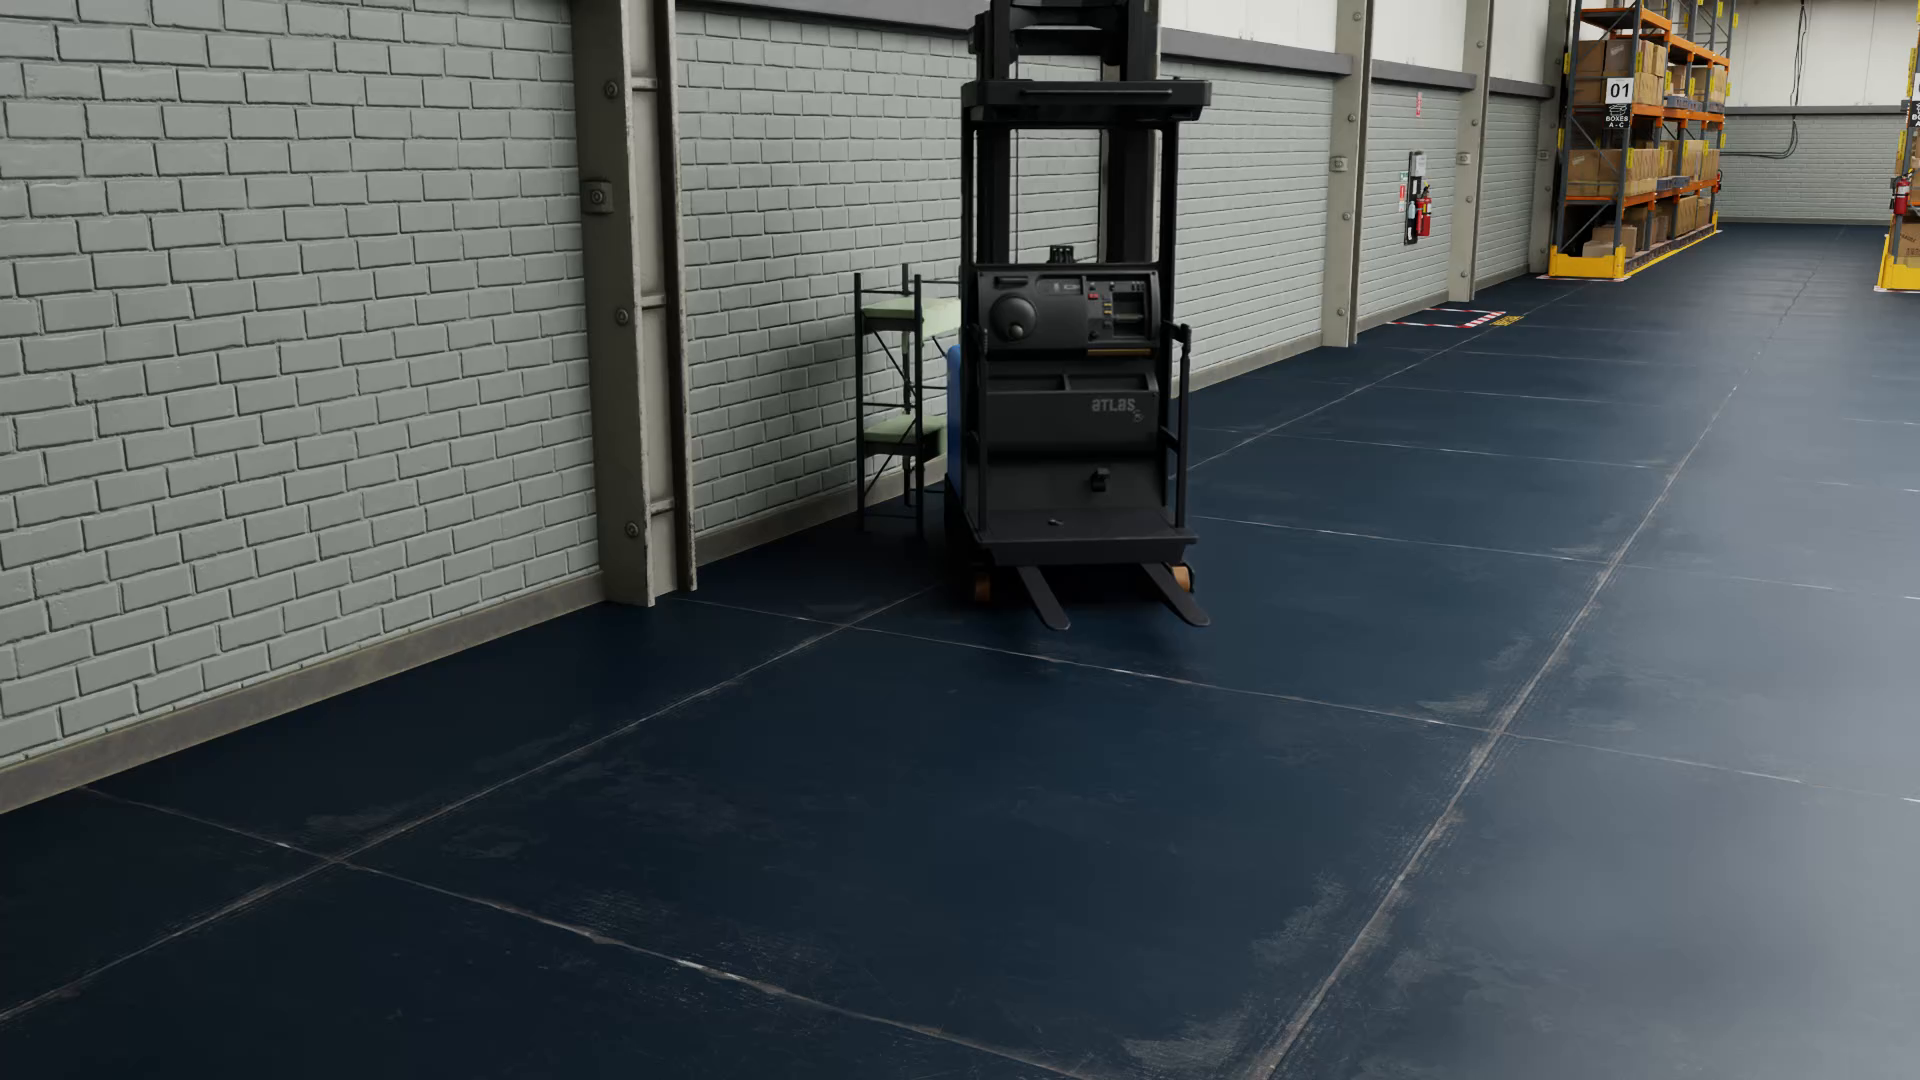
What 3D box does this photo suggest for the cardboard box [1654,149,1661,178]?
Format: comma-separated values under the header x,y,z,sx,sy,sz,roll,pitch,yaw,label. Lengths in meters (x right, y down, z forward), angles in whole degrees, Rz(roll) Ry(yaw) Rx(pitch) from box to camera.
x,y,z,sx,sy,sz,roll,pitch,yaw,label
12.427,-6.859,30.261,0.500,0.500,0.500,7,15,28,cardboard box

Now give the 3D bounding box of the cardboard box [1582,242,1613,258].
x,y,z,sx,sy,sz,roll,pitch,yaw,label
10.865,-4.907,28.287,0.500,0.311,0.500,6,15,22,cardboard box

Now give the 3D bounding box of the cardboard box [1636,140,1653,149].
x,y,z,sx,sy,sz,roll,pitch,yaw,label
14.311,-8.200,34.656,0.500,0.250,0.500,8,16,30,cardboard box

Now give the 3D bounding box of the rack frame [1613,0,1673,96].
x,y,z,sx,sy,sz,roll,pitch,yaw,label
12.385,-9.606,30.178,1.000,3.000,0.127,7,15,28,rack frame

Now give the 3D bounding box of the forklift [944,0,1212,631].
x,y,z,sx,sy,sz,roll,pitch,yaw,label
0.574,-1.191,8.221,1.130,2.935,3.031,-1,14,-6,forklift

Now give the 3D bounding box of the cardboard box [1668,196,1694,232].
x,y,z,sx,sy,sz,roll,pitch,yaw,label
15.625,-7.159,36.520,0.750,0.750,0.750,8,16,30,cardboard box

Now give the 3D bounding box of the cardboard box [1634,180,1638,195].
x,y,z,sx,sy,sz,roll,pitch,yaw,label
11.204,-5.978,28.207,0.500,0.250,0.500,7,15,26,cardboard box

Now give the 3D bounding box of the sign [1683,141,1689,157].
x,y,z,sx,sy,sz,roll,pitch,yaw,label
14.798,-7.975,33.912,0.100,0.325,0.005,7,15,28,sign

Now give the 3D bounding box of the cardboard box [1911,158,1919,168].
x,y,z,sx,sy,sz,roll,pitch,yaw,label
14.807,-5.772,25.479,0.380,0.149,0.250,7,15,27,cardboard box

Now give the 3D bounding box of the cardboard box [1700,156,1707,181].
x,y,z,sx,sy,sz,roll,pitch,yaw,label
16.529,-8.586,38.108,0.980,0.700,0.700,8,16,29,cardboard box

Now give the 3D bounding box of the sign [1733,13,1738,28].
x,y,z,sx,sy,sz,roll,pitch,yaw,label
18.654,-12.496,40.004,0.100,0.325,0.005,7,15,28,sign

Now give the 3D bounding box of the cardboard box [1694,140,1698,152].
x,y,z,sx,sy,sz,roll,pitch,yaw,label
15.748,-8.565,36.170,0.500,0.250,0.500,8,16,29,cardboard box

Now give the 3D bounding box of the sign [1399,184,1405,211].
x,y,z,sx,sy,sz,roll,pitch,yaw,label
5.546,-4.292,20.862,0.001,0.329,0.234,7,15,28,sign

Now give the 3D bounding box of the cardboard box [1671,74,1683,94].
x,y,z,sx,sy,sz,roll,pitch,yaw,label
14.498,-9.335,34.302,0.700,0.500,0.500,6,15,24,cardboard box

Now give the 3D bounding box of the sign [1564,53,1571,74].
x,y,z,sx,sy,sz,roll,pitch,yaw,label
9.975,-7.825,27.300,0.100,0.325,0.005,7,15,28,sign

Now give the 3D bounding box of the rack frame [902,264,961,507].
x,y,z,sx,sy,sz,roll,pitch,yaw,label
-0.159,-0.929,10.186,0.400,1.500,0.023,5,14,19,rack frame

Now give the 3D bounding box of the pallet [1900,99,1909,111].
x,y,z,sx,sy,sz,roll,pitch,yaw,label
19.715,-8.798,33.629,1.213,0.211,1.003,7,15,28,pallet

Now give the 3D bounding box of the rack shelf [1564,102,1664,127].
x,y,z,sx,sy,sz,roll,pitch,yaw,label
11.418,-7.388,28.912,1.077,0.370,4.000,7,15,28,rack shelf

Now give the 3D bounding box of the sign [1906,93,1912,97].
x,y,z,sx,sy,sz,roll,pitch,yaw,label
20.112,-9.540,35.201,0.100,0.325,0.005,7,15,28,sign

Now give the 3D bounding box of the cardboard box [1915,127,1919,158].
x,y,z,sx,sy,sz,roll,pitch,yaw,label
15.301,-6.201,25.875,0.700,0.500,0.500,7,15,27,cardboard box

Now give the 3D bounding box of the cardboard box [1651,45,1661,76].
x,y,z,sx,sy,sz,roll,pitch,yaw,label
11.881,-8.337,28.924,0.500,0.500,0.500,7,15,26,cardboard box

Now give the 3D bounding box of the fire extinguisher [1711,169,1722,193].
x,y,z,sx,sy,sz,roll,pitch,yaw,label
18.663,-8.911,41.058,0.296,0.674,0.183,7,15,28,fire extinguisher

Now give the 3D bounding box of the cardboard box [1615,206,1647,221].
x,y,z,sx,sy,sz,roll,pitch,yaw,label
12.936,-6.296,32.045,0.500,0.250,0.500,7,15,27,cardboard box

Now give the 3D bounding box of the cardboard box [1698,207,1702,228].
x,y,z,sx,sy,sz,roll,pitch,yaw,label
16.949,-7.564,38.947,0.700,0.500,0.500,7,15,27,cardboard box

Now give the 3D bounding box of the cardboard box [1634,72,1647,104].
x,y,z,sx,sy,sz,roll,pitch,yaw,label
11.123,-7.532,27.719,0.500,0.500,0.500,9,16,32,cardboard box

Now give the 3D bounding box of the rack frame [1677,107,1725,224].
x,y,z,sx,sy,sz,roll,pitch,yaw,label
18.186,-9.152,41.093,1.000,3.000,0.127,7,15,28,rack frame

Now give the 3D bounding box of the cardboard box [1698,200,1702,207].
x,y,z,sx,sy,sz,roll,pitch,yaw,label
17.029,-7.827,38.651,0.380,0.149,0.250,8,16,30,cardboard box

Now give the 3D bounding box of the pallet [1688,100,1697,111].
x,y,z,sx,sy,sz,roll,pitch,yaw,label
14.583,-9.015,34.529,1.213,0.211,1.003,8,16,31,pallet

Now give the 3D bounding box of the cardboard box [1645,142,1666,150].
x,y,z,sx,sy,sz,roll,pitch,yaw,label
14.036,-7.946,33.558,0.380,0.149,0.250,5,14,19,cardboard box

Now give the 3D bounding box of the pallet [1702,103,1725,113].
x,y,z,sx,sy,sz,roll,pitch,yaw,label
17.837,-10.413,40.116,1.003,0.211,1.213,7,15,28,pallet

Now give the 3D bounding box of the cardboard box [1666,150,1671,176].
x,y,z,sx,sy,sz,roll,pitch,yaw,label
13.854,-7.557,33.329,0.700,0.500,0.500,6,15,23,cardboard box

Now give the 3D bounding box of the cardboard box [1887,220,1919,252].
x,y,z,sx,sy,sz,roll,pitch,yaw,label
15.259,-4.891,26.792,0.500,0.500,0.500,7,15,28,cardboard box

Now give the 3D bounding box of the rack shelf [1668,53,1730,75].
x,y,z,sx,sy,sz,roll,pitch,yaw,label
17.219,-11.113,38.819,1.077,0.370,4.000,7,15,28,rack shelf

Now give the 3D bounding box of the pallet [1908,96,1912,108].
x,y,z,sx,sy,sz,roll,pitch,yaw,label
18.407,-8.167,31.012,1.213,0.211,1.003,8,16,31,pallet

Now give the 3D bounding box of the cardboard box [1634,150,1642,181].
x,y,z,sx,sy,sz,roll,pitch,yaw,label
11.193,-6.334,28.086,0.500,0.500,0.500,7,15,28,cardboard box

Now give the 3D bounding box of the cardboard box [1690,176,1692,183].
x,y,z,sx,sy,sz,roll,pitch,yaw,label
15.818,-7.911,36.441,0.380,0.149,0.250,7,15,28,cardboard box

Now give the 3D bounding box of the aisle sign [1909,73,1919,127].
x,y,z,sx,sy,sz,roll,pitch,yaw,label
14.501,-6.592,24.930,0.394,0.787,0.004,7,15,28,aisle sign

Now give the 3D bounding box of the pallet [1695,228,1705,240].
x,y,z,sx,sy,sz,roll,pitch,yaw,label
16.688,-7.122,38.627,1.003,0.211,1.213,7,15,28,pallet

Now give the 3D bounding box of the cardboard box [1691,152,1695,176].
x,y,z,sx,sy,sz,roll,pitch,yaw,label
15.525,-8.100,35.839,0.500,0.500,0.500,8,16,30,cardboard box

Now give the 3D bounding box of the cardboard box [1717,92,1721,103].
x,y,z,sx,sy,sz,roll,pitch,yaw,label
17.566,-10.395,39.062,0.500,0.250,0.500,7,15,26,cardboard box

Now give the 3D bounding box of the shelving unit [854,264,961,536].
x,y,z,sx,sy,sz,roll,pitch,yaw,label
-0.283,-0.848,9.851,0.431,1.500,0.755,5,14,19,shelving unit

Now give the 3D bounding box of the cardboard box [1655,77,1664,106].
x,y,z,sx,sy,sz,roll,pitch,yaw,label
12.356,-8.074,29.968,0.500,0.500,0.500,8,16,30,cardboard box

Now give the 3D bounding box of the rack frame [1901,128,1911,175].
x,y,z,sx,sy,sz,roll,pitch,yaw,label
18.657,-6.950,31.961,1.000,3.000,0.127,7,15,28,rack frame

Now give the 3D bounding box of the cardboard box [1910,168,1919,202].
x,y,z,sx,sy,sz,roll,pitch,yaw,label
15.026,-5.451,25.532,0.700,0.500,0.500,7,15,28,cardboard box

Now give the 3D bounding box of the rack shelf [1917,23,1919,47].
x,y,z,sx,sy,sz,roll,pitch,yaw,label
15.756,-8.091,26.283,1.077,0.370,4.000,7,15,28,rack shelf

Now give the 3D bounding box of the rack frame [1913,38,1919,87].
x,y,z,sx,sy,sz,roll,pitch,yaw,label
14.789,-8.225,24.449,1.000,3.000,0.127,7,15,28,rack frame

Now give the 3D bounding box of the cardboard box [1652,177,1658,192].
x,y,z,sx,sy,sz,roll,pitch,yaw,label
12.421,-6.495,30.351,0.500,0.250,0.500,7,15,28,cardboard box

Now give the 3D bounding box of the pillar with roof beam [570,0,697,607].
x,y,z,sx,sy,sz,roll,pitch,yaw,label
2.199,-3.615,5.329,9.100,9.000,0.400,7,15,28,pillar with roof beam

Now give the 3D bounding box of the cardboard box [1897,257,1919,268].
x,y,z,sx,sy,sz,roll,pitch,yaw,label
14.790,-4.319,26.021,0.500,0.250,0.500,7,15,28,cardboard box

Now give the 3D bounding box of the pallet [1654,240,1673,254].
x,y,z,sx,sy,sz,roll,pitch,yaw,label
13.940,-5.994,33.948,1.003,0.211,1.213,7,15,28,pallet

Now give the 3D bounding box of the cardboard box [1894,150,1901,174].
x,y,z,sx,sy,sz,roll,pitch,yaw,label
20.166,-7.951,35.006,0.700,0.500,0.500,2,14,9,cardboard box

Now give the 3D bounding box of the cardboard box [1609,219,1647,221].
x,y,z,sx,sy,sz,roll,pitch,yaw,label
12.932,-5.953,32.220,0.700,0.500,0.500,7,15,27,cardboard box

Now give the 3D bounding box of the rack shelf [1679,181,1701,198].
x,y,z,sx,sy,sz,roll,pitch,yaw,label
15.285,-7.571,36.072,1.077,0.370,4.000,7,15,28,rack shelf

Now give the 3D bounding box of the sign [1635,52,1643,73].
x,y,z,sx,sy,sz,roll,pitch,yaw,label
10.926,-7.691,26.768,0.100,0.325,0.005,7,15,28,sign

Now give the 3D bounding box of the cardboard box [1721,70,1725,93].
x,y,z,sx,sy,sz,roll,pitch,yaw,label
17.820,-10.872,39.439,0.500,0.500,0.500,8,16,30,cardboard box

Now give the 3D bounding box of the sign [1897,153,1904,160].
x,y,z,sx,sy,sz,roll,pitch,yaw,label
16.243,-6.713,28.677,0.100,0.325,0.005,7,15,28,sign
